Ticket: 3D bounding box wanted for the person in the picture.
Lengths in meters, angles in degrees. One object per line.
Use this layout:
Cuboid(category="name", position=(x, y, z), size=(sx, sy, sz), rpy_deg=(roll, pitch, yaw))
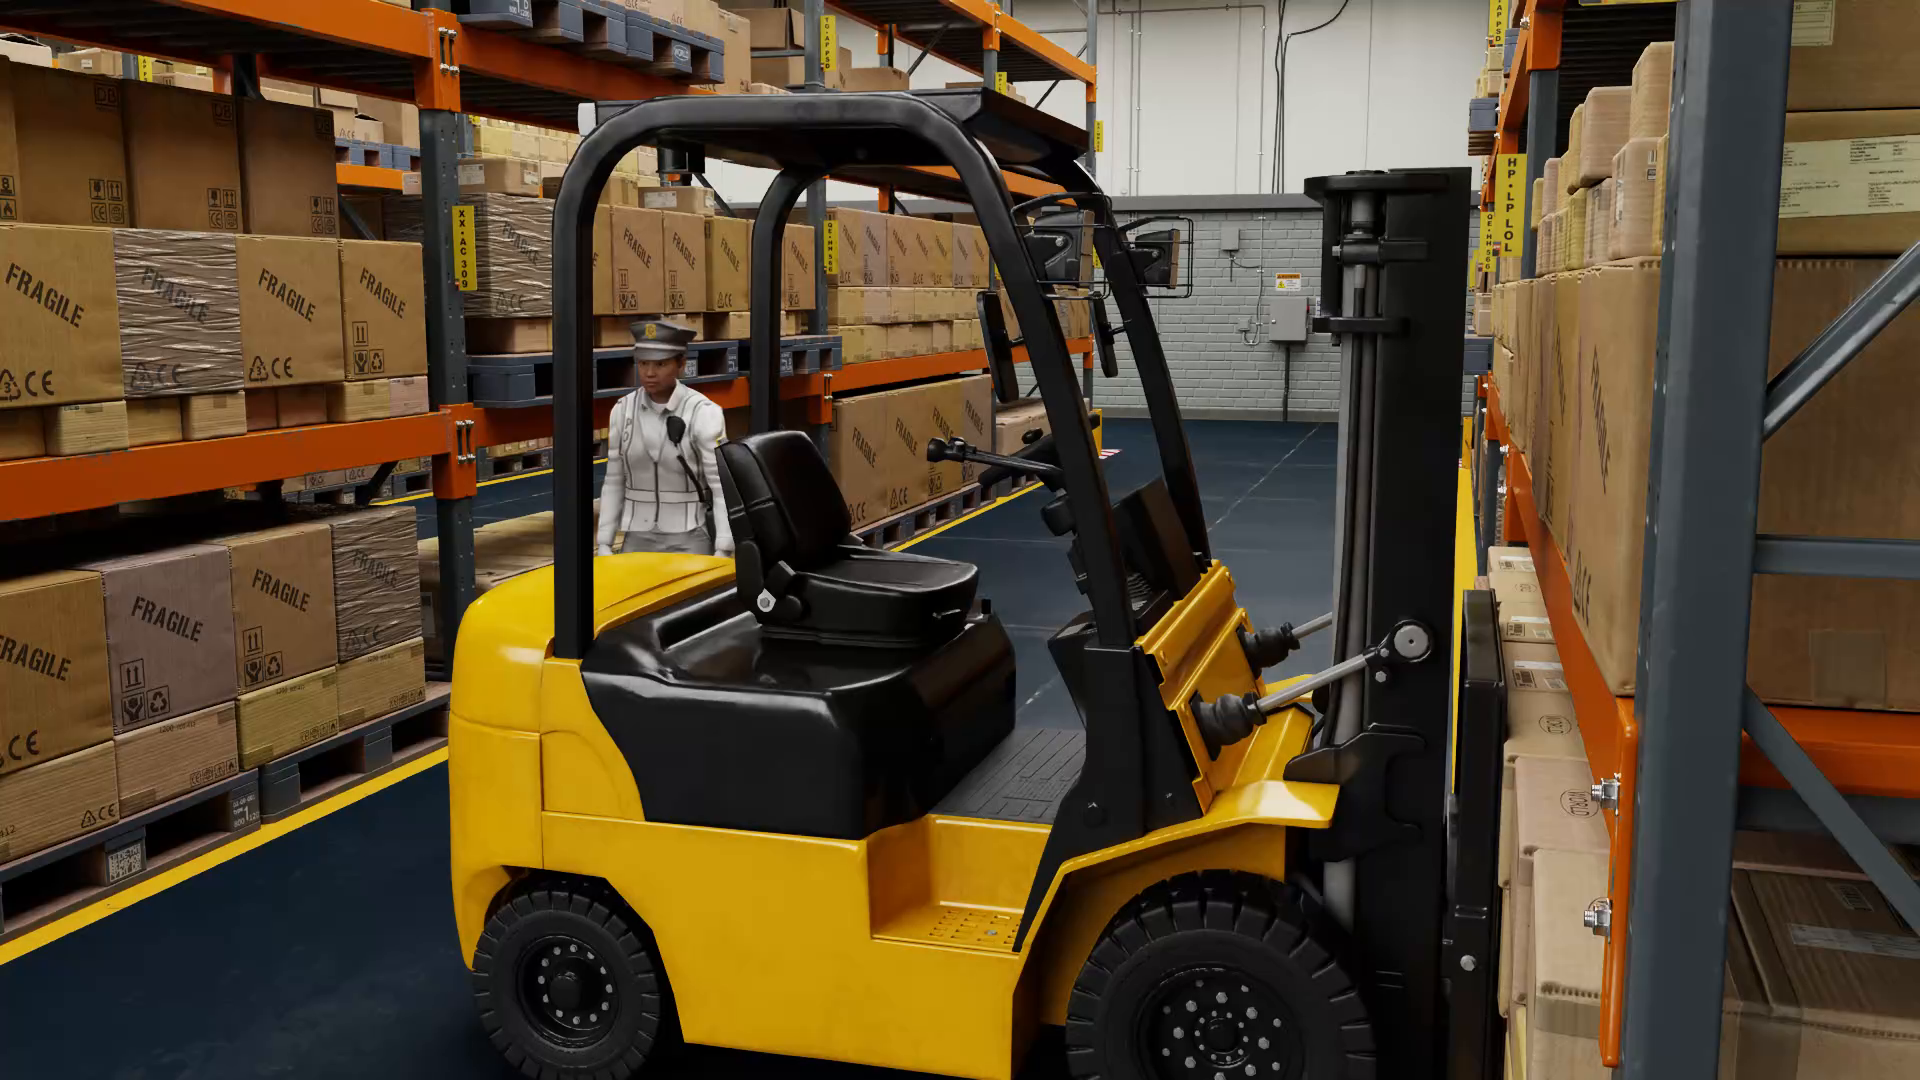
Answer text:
Cuboid(category="person", position=(-1.069, 0.042, 6.033), size=(0.545, 1.667, 0.407), rpy_deg=(2, 9, 14))
